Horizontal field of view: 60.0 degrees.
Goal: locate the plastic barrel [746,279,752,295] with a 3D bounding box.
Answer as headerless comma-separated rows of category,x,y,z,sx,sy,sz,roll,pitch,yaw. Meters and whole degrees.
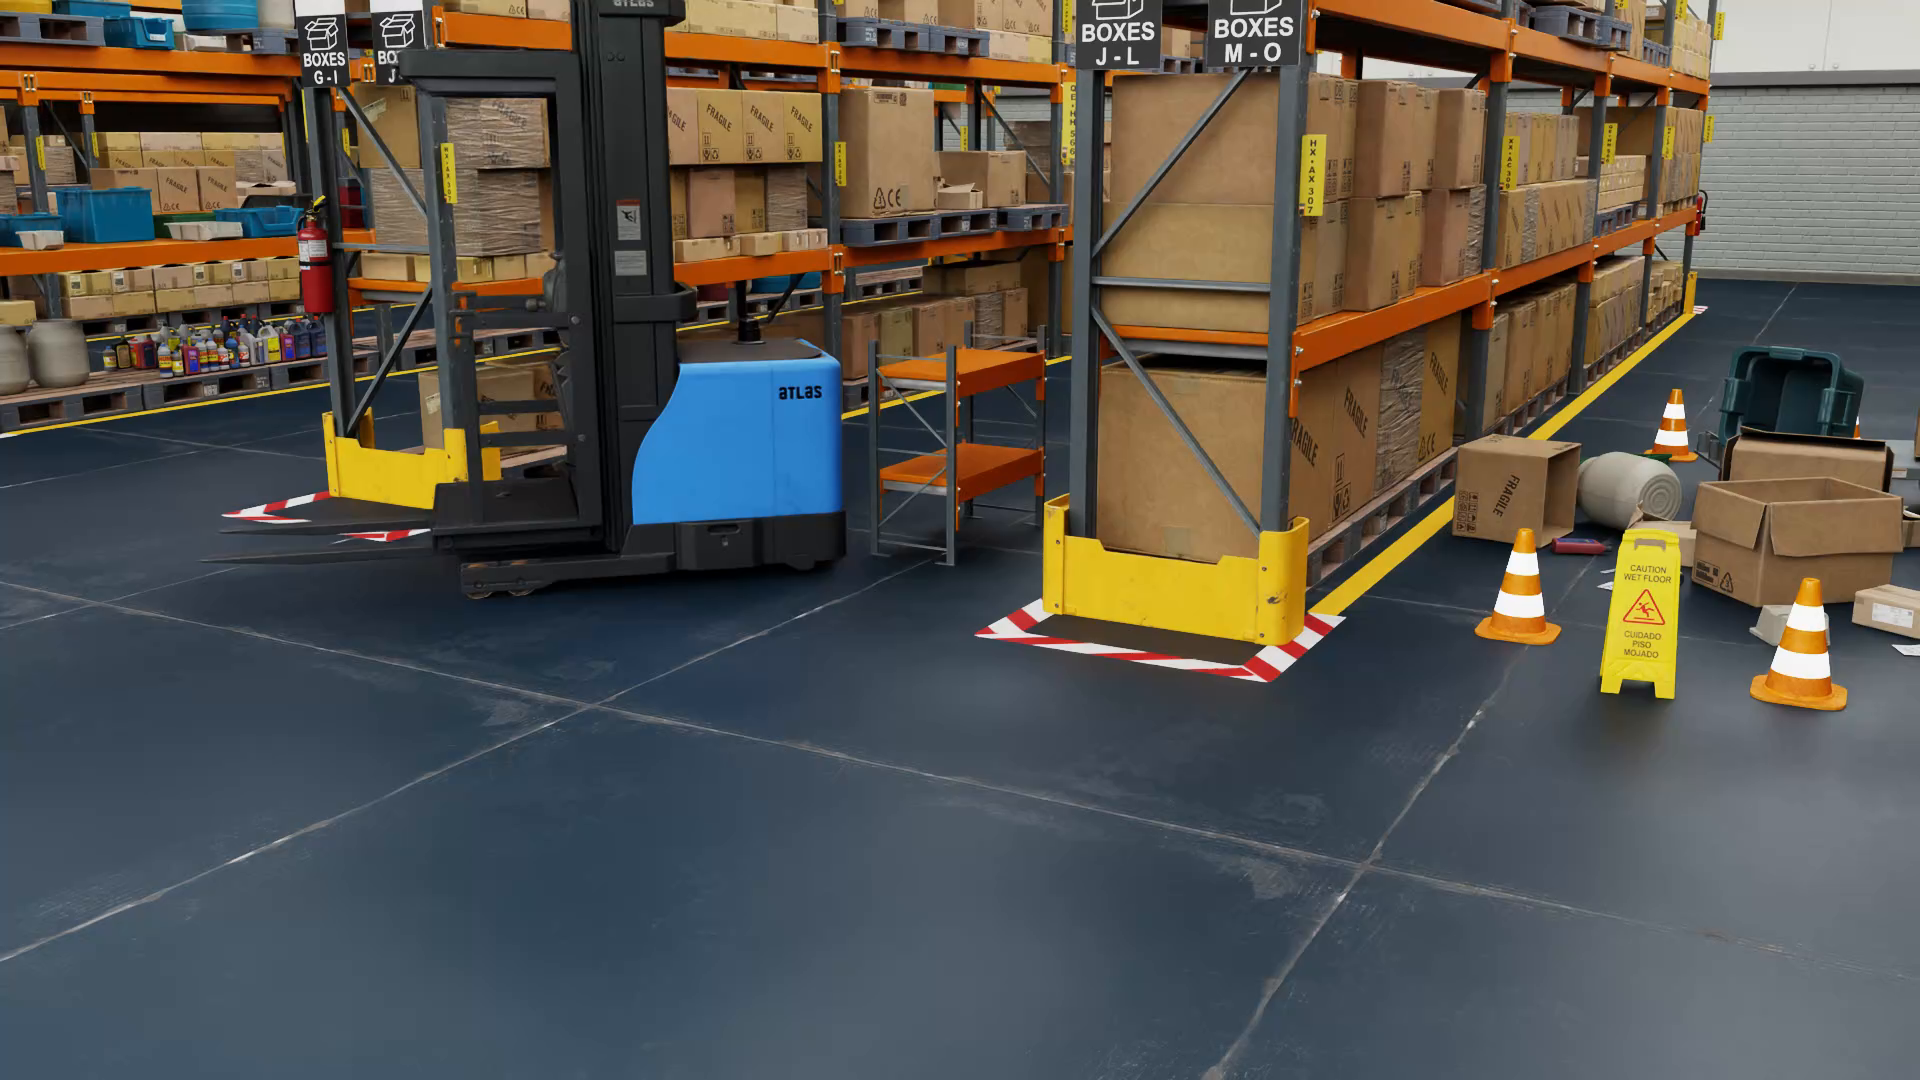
plastic barrel,-2.833,-3.344,20.915,0.421,0.512,0.421,0,14,0

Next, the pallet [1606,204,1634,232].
pallet,5.754,-3.063,15.746,1.003,0.211,1.213,7,15,28

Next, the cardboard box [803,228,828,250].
cardboard box,-1.240,-2.308,12.741,0.380,0.149,0.250,7,15,28

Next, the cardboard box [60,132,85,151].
cardboard box,-12.476,-5.701,23.791,0.500,0.250,0.500,8,16,30

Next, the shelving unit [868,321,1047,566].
shelving unit,0.003,-0.548,8.907,0.538,1.125,1.048,7,15,28

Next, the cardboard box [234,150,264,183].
cardboard box,-11.025,-5.704,25.402,0.500,0.500,0.500,7,15,28

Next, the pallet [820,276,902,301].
pallet,-1.540,-3.509,23.139,1.003,0.211,1.213,7,15,28

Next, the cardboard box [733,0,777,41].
cardboard box,-1.647,-3.663,11.748,0.500,0.250,0.500,8,16,29

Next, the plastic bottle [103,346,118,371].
plastic bottle,-7.159,-1.528,14.002,0.097,0.201,0.097,0,14,0

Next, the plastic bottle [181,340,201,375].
plastic bottle,-6.388,-1.522,13.804,0.061,0.283,0.133,8,16,29

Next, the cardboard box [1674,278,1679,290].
cardboard box,8.446,-3.102,20.051,0.380,0.149,0.250,7,15,26

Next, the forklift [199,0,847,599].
forklift,-2.150,-1.283,8.102,3.031,2.935,1.130,-4,14,-15

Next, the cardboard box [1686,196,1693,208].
cardboard box,8.791,-4.165,20.447,0.380,0.149,0.250,7,15,28

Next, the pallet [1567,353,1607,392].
pallet,5.212,-1.550,15.011,1.003,0.211,1.213,7,15,28

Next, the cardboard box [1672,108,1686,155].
cardboard box,7.706,-4.518,18.392,0.500,0.500,0.500,8,16,29

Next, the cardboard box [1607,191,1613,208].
cardboard box,5.742,-3.117,15.202,0.380,0.149,0.250,8,16,30

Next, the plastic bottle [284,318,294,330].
plastic bottle,-6.267,-1.940,15.563,0.097,0.271,0.097,0,14,0

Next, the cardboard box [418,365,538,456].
cardboard box,-3.011,-0.802,10.396,0.500,0.500,0.500,11,17,38

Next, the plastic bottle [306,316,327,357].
plastic bottle,-5.788,-1.830,14.936,0.144,0.351,0.185,7,15,27

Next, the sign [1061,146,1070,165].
sign,1.020,-3.793,16.063,0.100,0.325,0.005,7,15,28

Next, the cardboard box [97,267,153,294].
cardboard box,-9.399,-2.929,18.557,0.500,0.311,0.500,7,15,27

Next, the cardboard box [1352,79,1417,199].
cardboard box,1.754,-1.996,8.289,0.875,0.550,0.550,7,15,28

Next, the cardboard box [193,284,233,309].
cardboard box,-8.909,-2.868,19.500,0.500,0.250,0.500,8,16,29

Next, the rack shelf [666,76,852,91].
rack shelf,-2.829,-5.408,20.199,1.077,0.370,4.000,7,15,28

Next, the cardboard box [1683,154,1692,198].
cardboard box,8.219,-4.248,19.406,0.500,0.500,0.500,7,15,28

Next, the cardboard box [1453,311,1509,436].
cardboard box,3.121,-1.172,11.401,1.050,0.750,0.750,7,15,28

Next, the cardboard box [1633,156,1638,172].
cardboard box,6.488,-3.724,16.453,0.380,0.149,0.250,7,15,26

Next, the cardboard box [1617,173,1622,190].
cardboard box,5.991,-3.368,15.610,0.380,0.149,0.250,8,16,30

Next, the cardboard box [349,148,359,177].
cardboard box,-7.924,-4.846,21.623,0.700,0.500,0.500,2,14,9

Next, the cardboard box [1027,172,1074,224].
cardboard box,1.013,-3.445,16.711,0.500,0.500,0.500,8,16,30

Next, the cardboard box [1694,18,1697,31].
cardboard box,8.150,-5.848,18.892,0.380,0.149,0.250,8,16,29

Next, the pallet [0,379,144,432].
pallet,-7.270,-1.079,13.059,1.003,0.211,1.213,7,15,28

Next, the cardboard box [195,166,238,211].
cardboard box,-8.927,-4.153,19.648,0.500,0.500,0.500,6,15,25

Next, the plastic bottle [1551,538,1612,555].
plastic bottle,3.275,0.035,8.759,0.283,0.061,0.133,2,14,9

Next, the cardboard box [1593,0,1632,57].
cardboard box,5.342,-4.339,14.017,0.500,0.500,0.500,7,15,28

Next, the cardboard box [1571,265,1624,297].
cardboard box,5.874,-2.417,15.495,0.500,0.250,0.500,8,15,28

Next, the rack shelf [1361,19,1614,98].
rack shelf,3.867,-3.443,12.050,1.077,0.370,4.000,7,15,28

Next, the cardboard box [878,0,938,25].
cardboard box,-0.625,-4.498,13.775,0.797,0.503,0.637,8,16,30

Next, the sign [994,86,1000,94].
sign,0.561,-6.879,24.988,0.100,0.325,0.005,7,15,28

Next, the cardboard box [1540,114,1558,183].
cardboard box,4.118,-2.979,12.645,0.700,0.500,0.500,7,15,27

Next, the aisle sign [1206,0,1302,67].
aisle sign,1.194,-2.319,6.706,0.394,0.787,0.004,7,15,28

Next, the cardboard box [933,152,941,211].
cardboard box,-0.636,-3.128,14.490,0.797,0.503,0.637,9,16,34

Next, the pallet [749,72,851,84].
pallet,-2.155,-5.904,21.126,1.213,0.211,1.003,7,15,28

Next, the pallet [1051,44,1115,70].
pallet,0.805,-4.832,16.680,1.213,0.211,1.003,8,16,31

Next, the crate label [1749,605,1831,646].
crate label,3.616,0.369,7.210,0.250,0.136,0.298,0,14,-1

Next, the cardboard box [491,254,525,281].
cardboard box,-2.843,-1.645,9.992,0.380,0.149,0.250,7,15,28

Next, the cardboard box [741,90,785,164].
cardboard box,-1.611,-2.960,11.931,0.500,0.500,0.500,7,15,28

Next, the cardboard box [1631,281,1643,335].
cardboard box,6.630,-2.374,16.919,0.500,0.500,0.500,7,15,27

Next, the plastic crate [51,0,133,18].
plastic crate,-7.005,-4.123,13.371,0.392,0.384,0.575,7,15,28

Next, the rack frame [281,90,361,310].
rack frame,-8.130,-4.451,21.095,1.000,3.000,0.127,7,15,28

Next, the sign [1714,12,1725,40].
sign,9.177,-6.208,20.095,0.100,0.325,0.005,7,15,28

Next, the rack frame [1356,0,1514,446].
rack frame,2.900,-1.924,10.616,1.000,3.000,0.127,7,15,28

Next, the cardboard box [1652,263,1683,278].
cardboard box,8.481,-3.244,20.006,0.380,0.149,0.250,7,15,27

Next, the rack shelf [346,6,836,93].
rack shelf,-2.360,-3.205,11.063,1.077,0.370,4.000,7,15,28

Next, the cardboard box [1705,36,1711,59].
cardboard box,8.701,-5.891,19.924,0.500,0.250,0.500,7,15,26

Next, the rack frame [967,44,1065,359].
rack frame,0.540,-3.328,16.437,1.000,3.000,0.127,7,15,28
